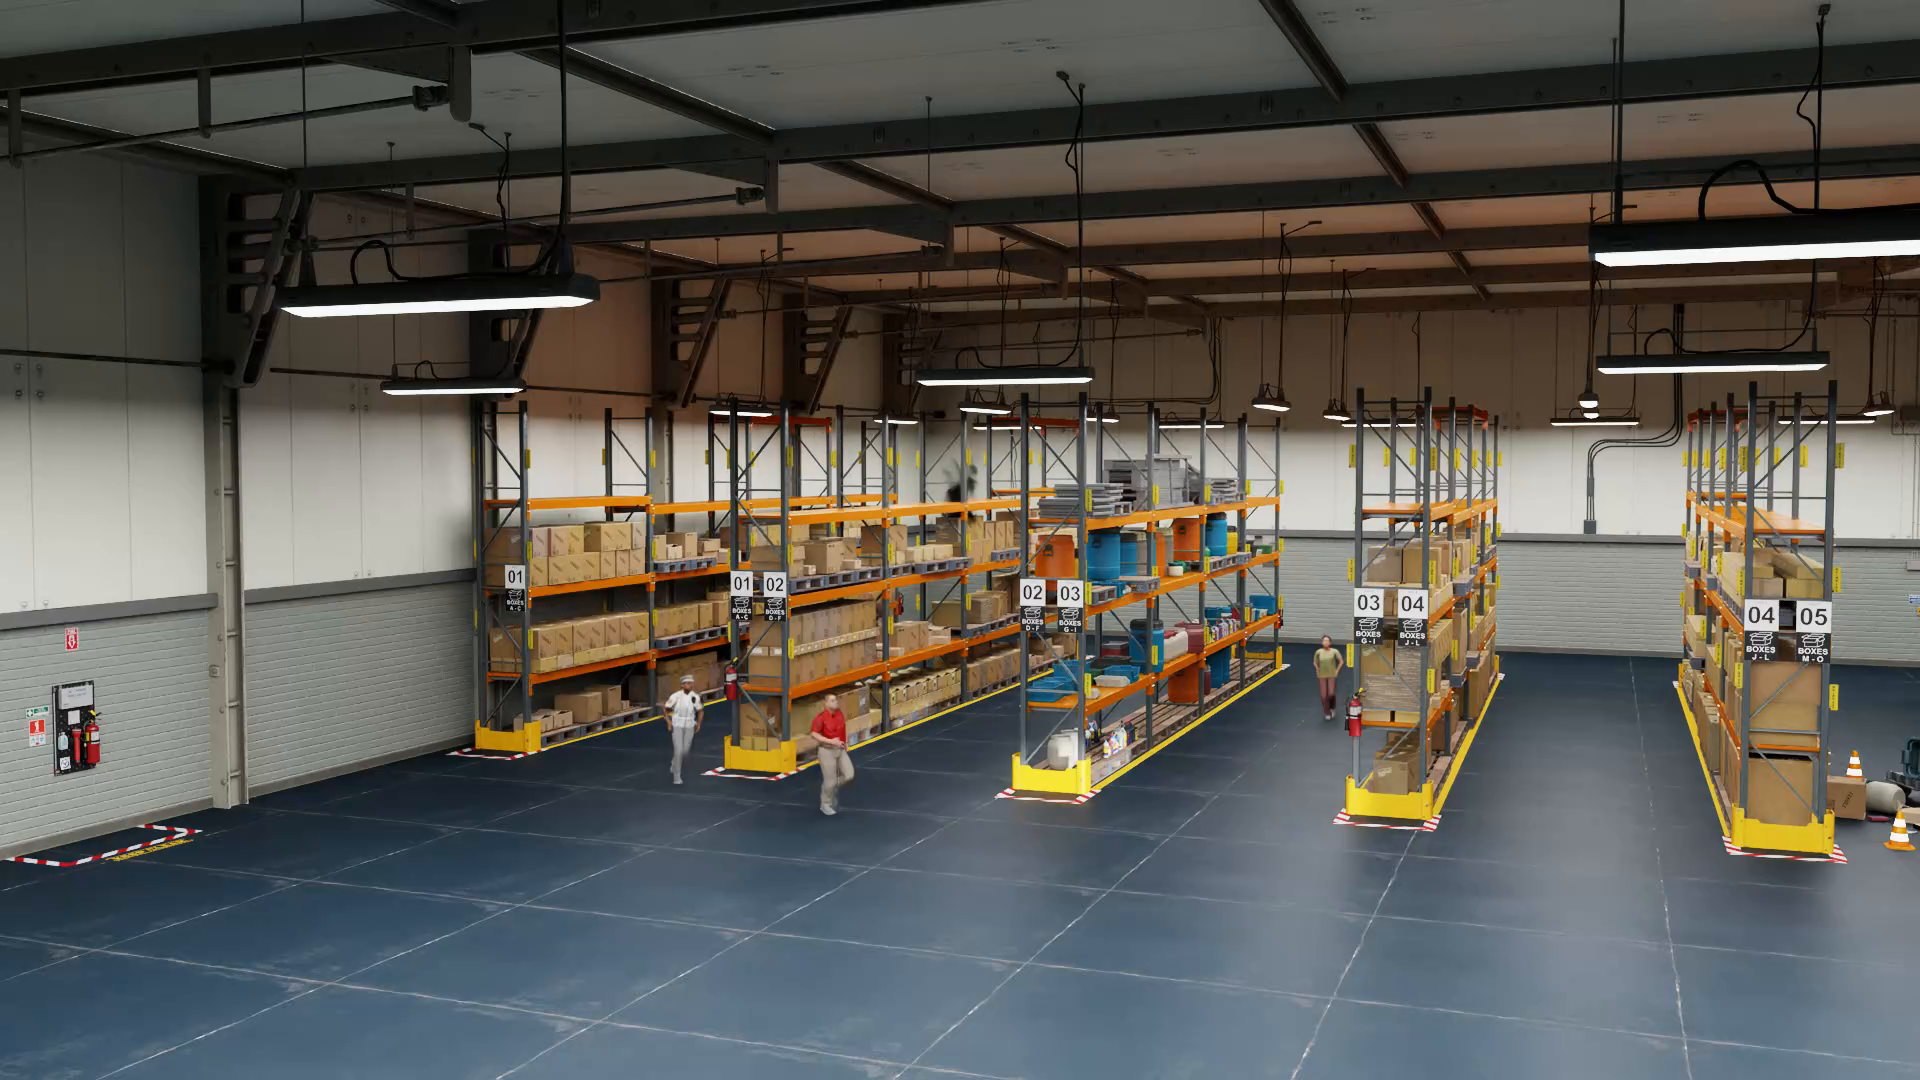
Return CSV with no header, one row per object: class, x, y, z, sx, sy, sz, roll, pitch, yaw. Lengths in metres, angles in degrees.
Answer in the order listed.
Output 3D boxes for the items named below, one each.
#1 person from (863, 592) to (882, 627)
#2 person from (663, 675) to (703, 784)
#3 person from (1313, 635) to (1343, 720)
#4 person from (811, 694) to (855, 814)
person,-2.082,2.048,37.289,0.692,1.885,0.800,1,3,15
person,-4.310,2.927,25.936,0.625,1.663,0.576,-1,3,-24
person,7.014,2.633,31.783,0.556,1.626,0.520,1,3,20
person,-1.767,3.013,23.422,0.579,1.697,0.716,3,4,43
